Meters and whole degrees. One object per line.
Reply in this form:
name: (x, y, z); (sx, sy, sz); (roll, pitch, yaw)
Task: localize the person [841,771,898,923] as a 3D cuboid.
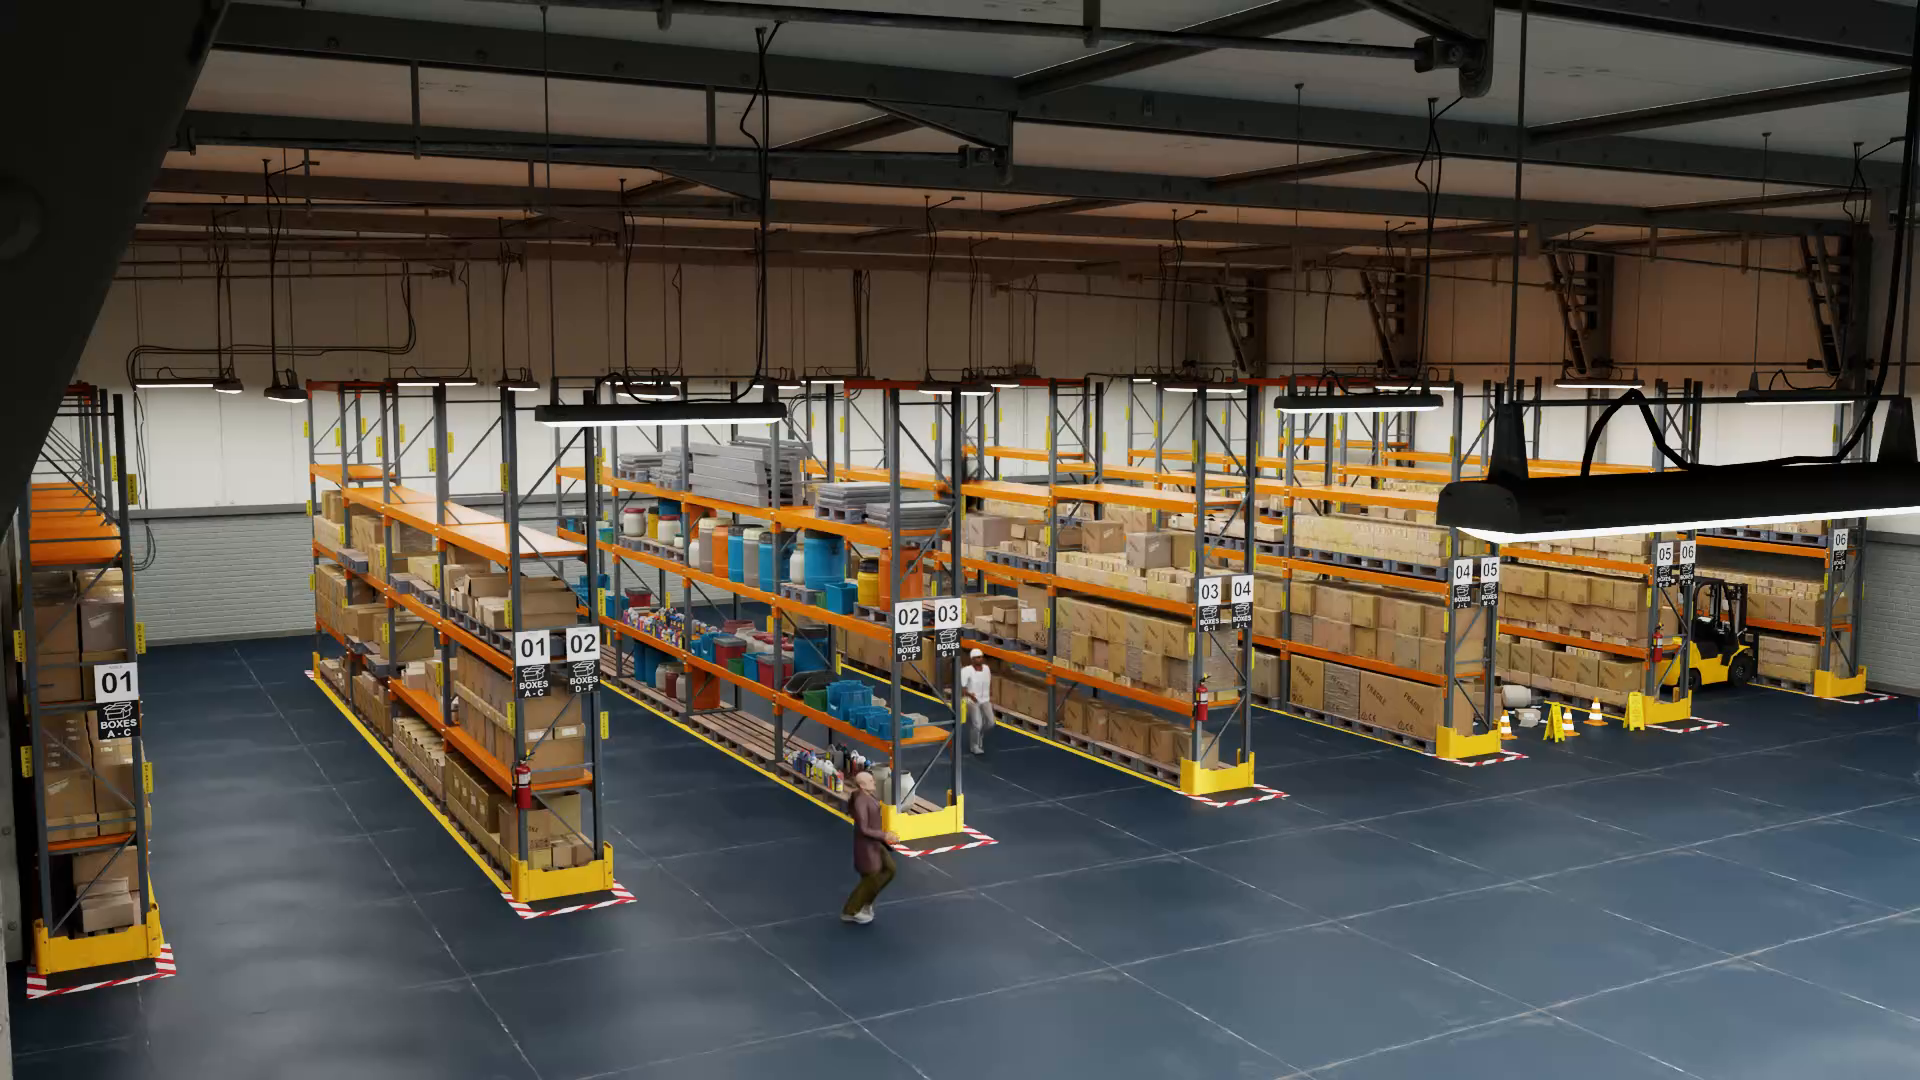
person: (-1.024, 3.462, 18.830); (0.667, 1.735, 0.722); (0, 6, 1)

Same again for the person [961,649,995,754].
person: (0.308, 2.611, 26.888); (0.674, 1.721, 0.569); (-4, 7, -31)
